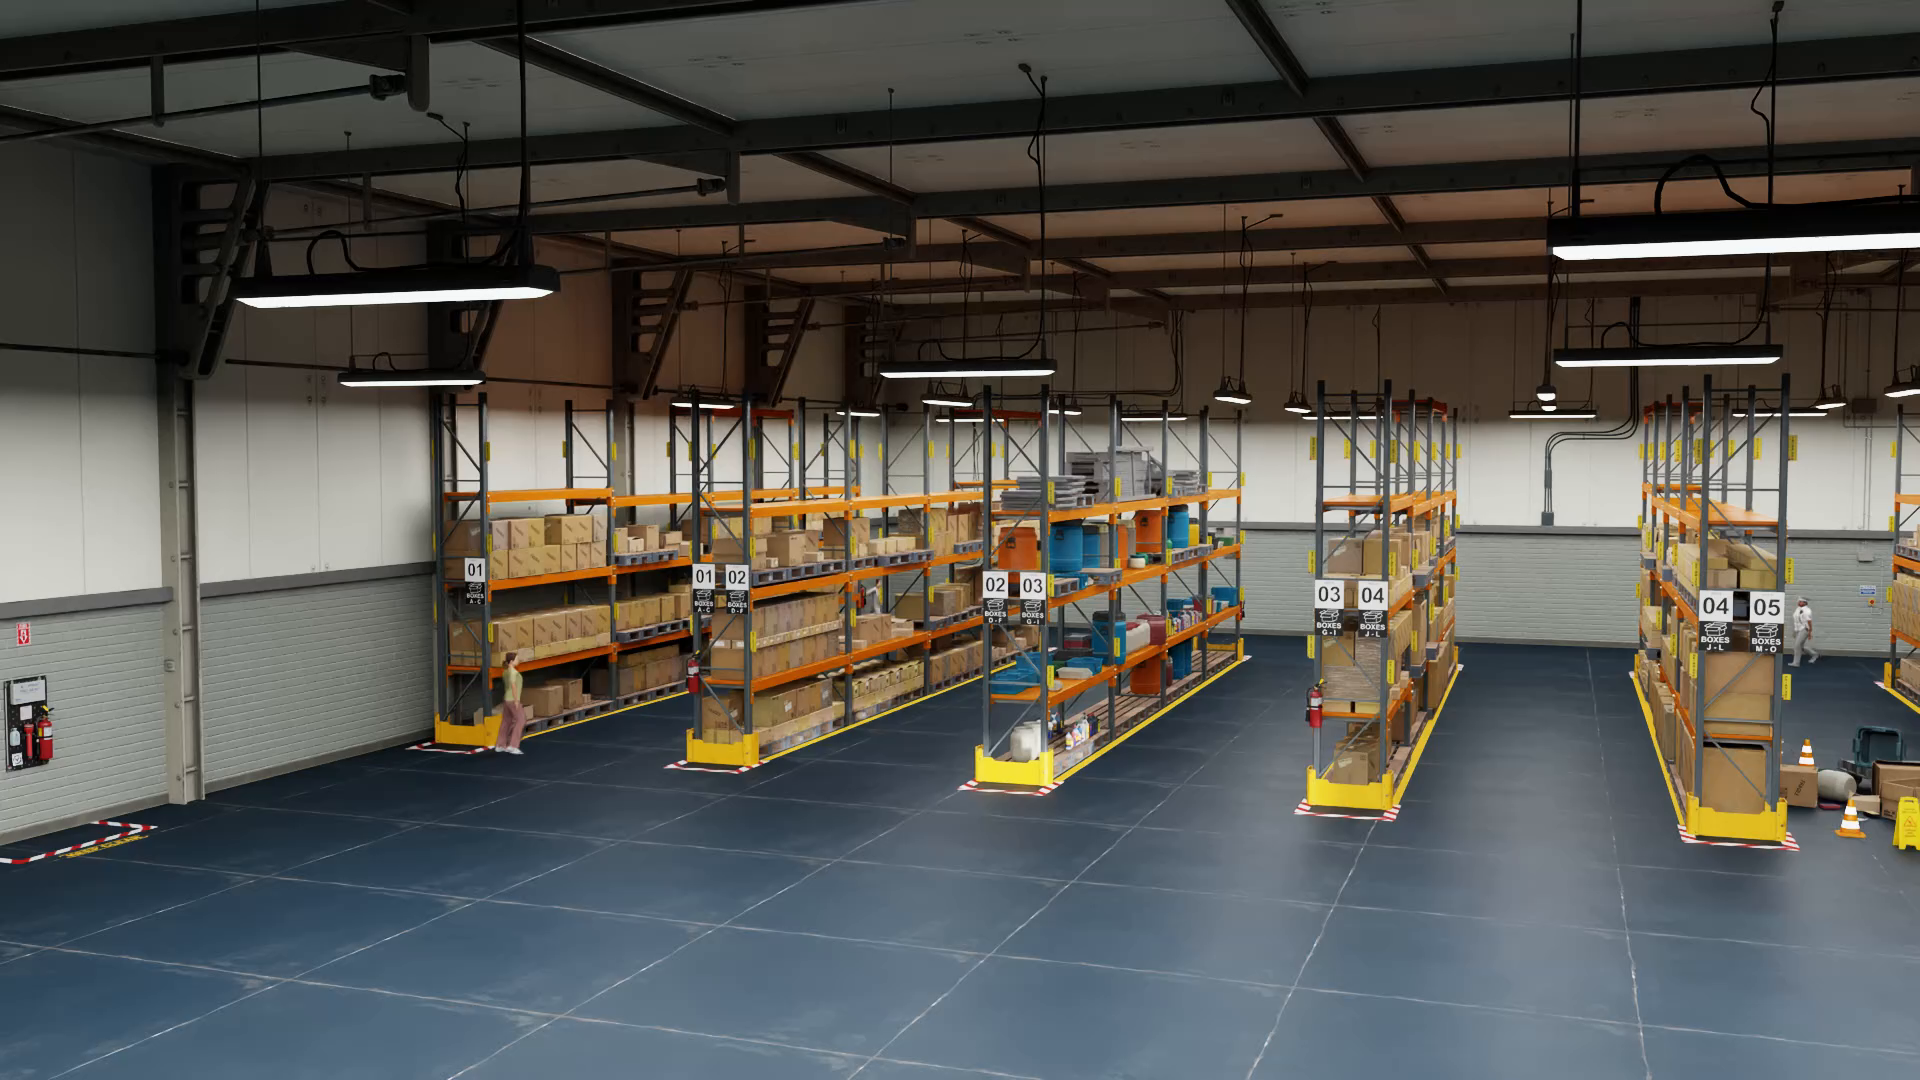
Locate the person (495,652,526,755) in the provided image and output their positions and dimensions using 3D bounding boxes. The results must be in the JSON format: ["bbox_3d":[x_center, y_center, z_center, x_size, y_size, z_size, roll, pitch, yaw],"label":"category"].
[{"bbox_3d":[-7.471,2.704,27.581,0.483,1.692,0.483,-1,3,-24],"label":"person"}]

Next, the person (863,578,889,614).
[{"bbox_3d":[-2.268,1.843,44.383,0.861,1.682,0.508,1,3,22],"label":"person"}]

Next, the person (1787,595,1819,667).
[{"bbox_3d":[19.614,2.103,38.614,0.881,1.641,0.443,0,3,-8],"label":"person"}]
